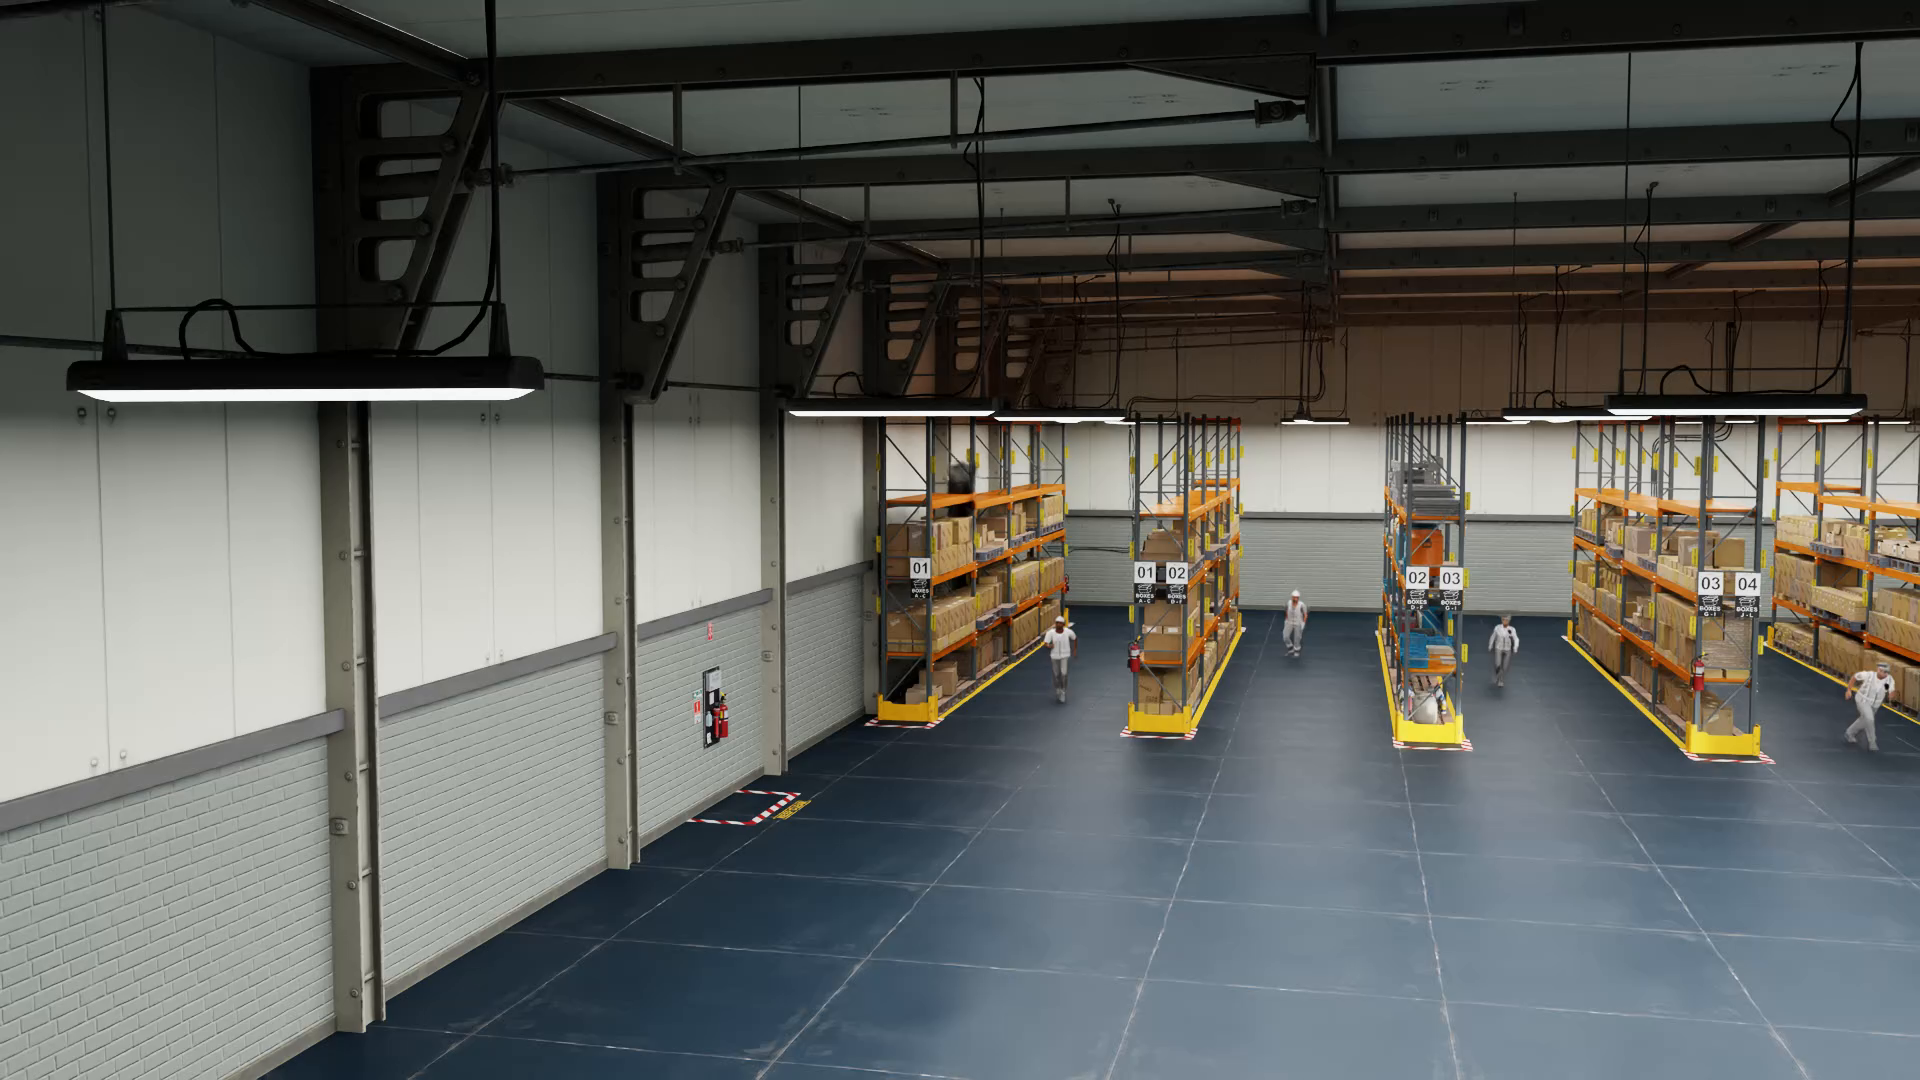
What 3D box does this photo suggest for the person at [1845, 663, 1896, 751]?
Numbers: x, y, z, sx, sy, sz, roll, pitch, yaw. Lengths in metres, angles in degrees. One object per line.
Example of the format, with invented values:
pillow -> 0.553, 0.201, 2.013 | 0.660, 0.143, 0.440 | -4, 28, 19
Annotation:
person -> 16.207, 2.919, 29.635 | 0.669, 1.578, 1.112 | 0, 4, -2

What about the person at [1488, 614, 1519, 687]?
person -> 11.967, 2.439, 36.573 | 0.615, 1.622, 0.736 | 1, 4, 13

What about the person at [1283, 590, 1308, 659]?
person -> 8.225, 2.084, 40.822 | 0.665, 1.723, 0.719 | 2, 4, 26

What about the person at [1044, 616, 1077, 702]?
person -> 2.098, 2.489, 34.834 | 0.683, 1.812, 0.821 | 1, 4, 8
